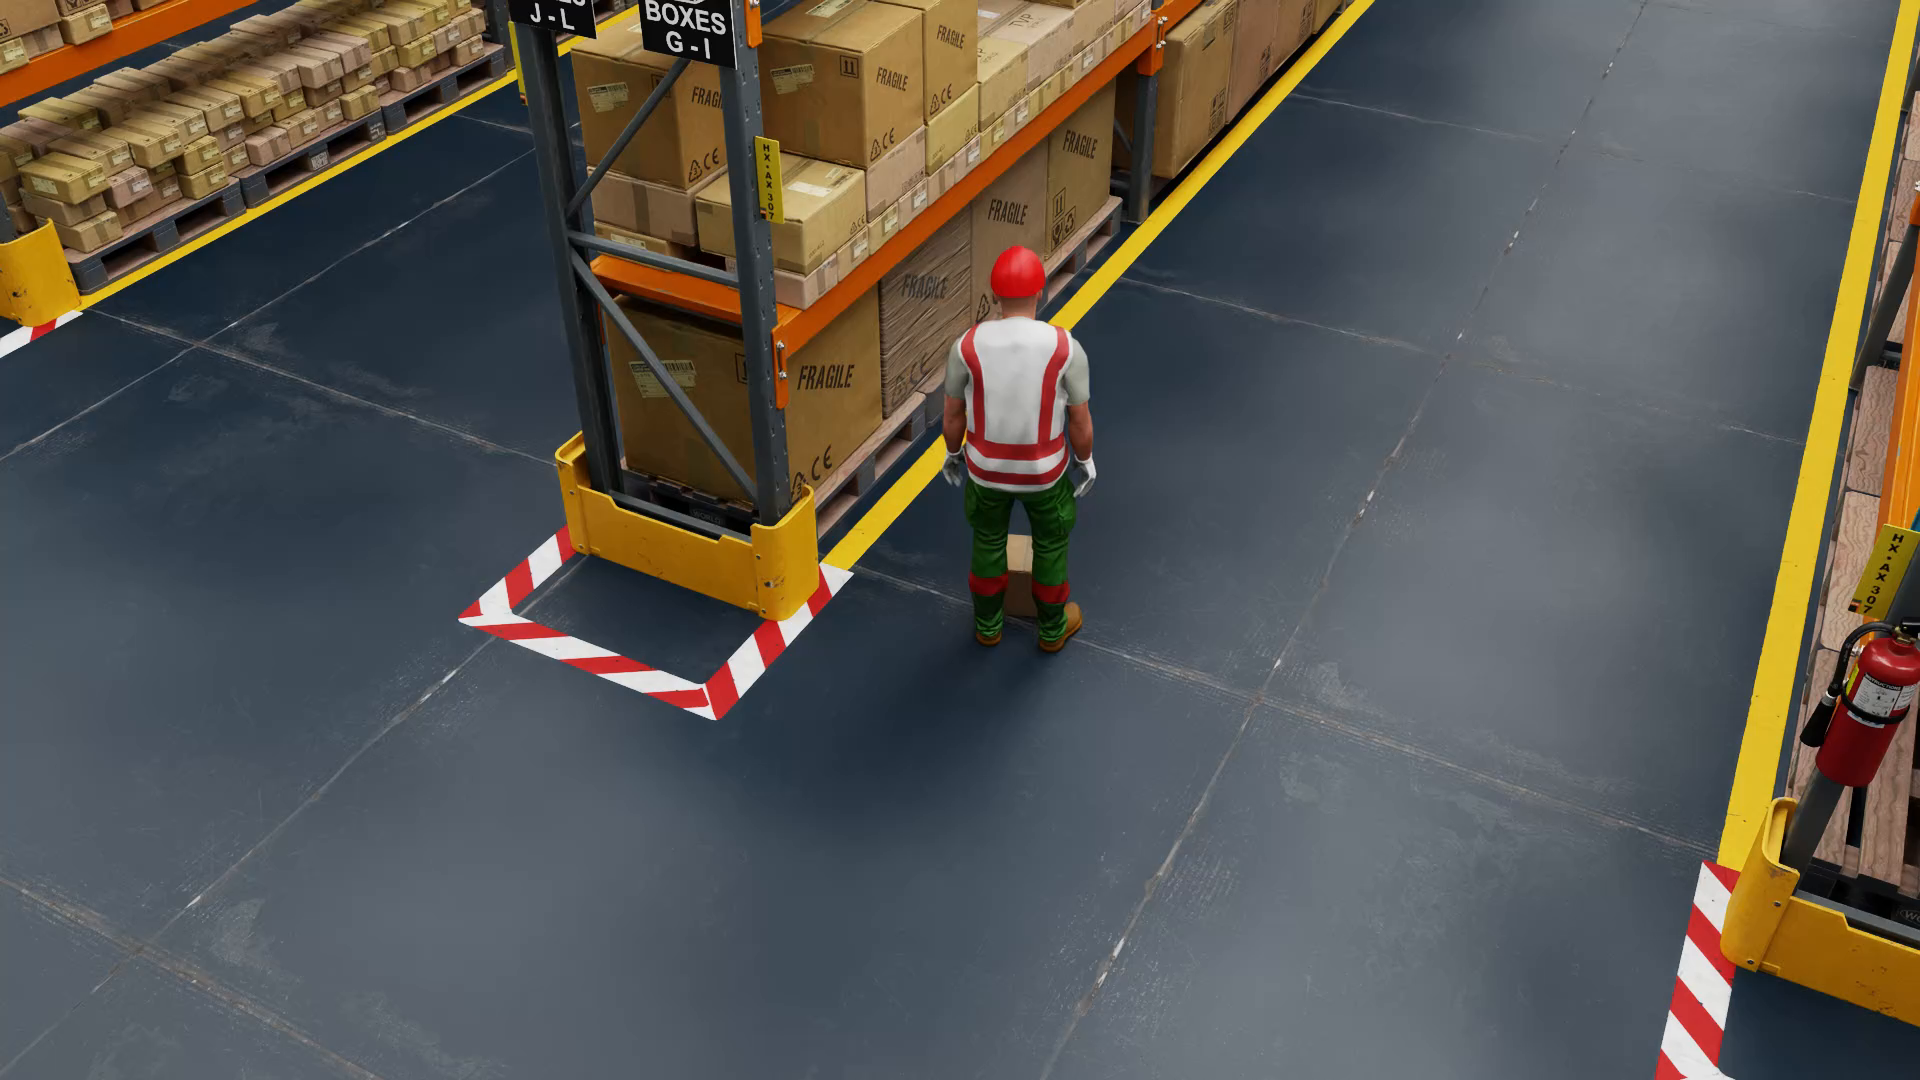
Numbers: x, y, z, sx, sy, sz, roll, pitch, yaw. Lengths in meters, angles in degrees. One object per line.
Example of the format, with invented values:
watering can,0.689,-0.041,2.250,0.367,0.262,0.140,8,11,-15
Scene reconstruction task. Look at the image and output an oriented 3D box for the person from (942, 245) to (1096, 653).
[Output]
person,0.231,-0.314,6.548,0.613,1.778,0.452,6,38,7
